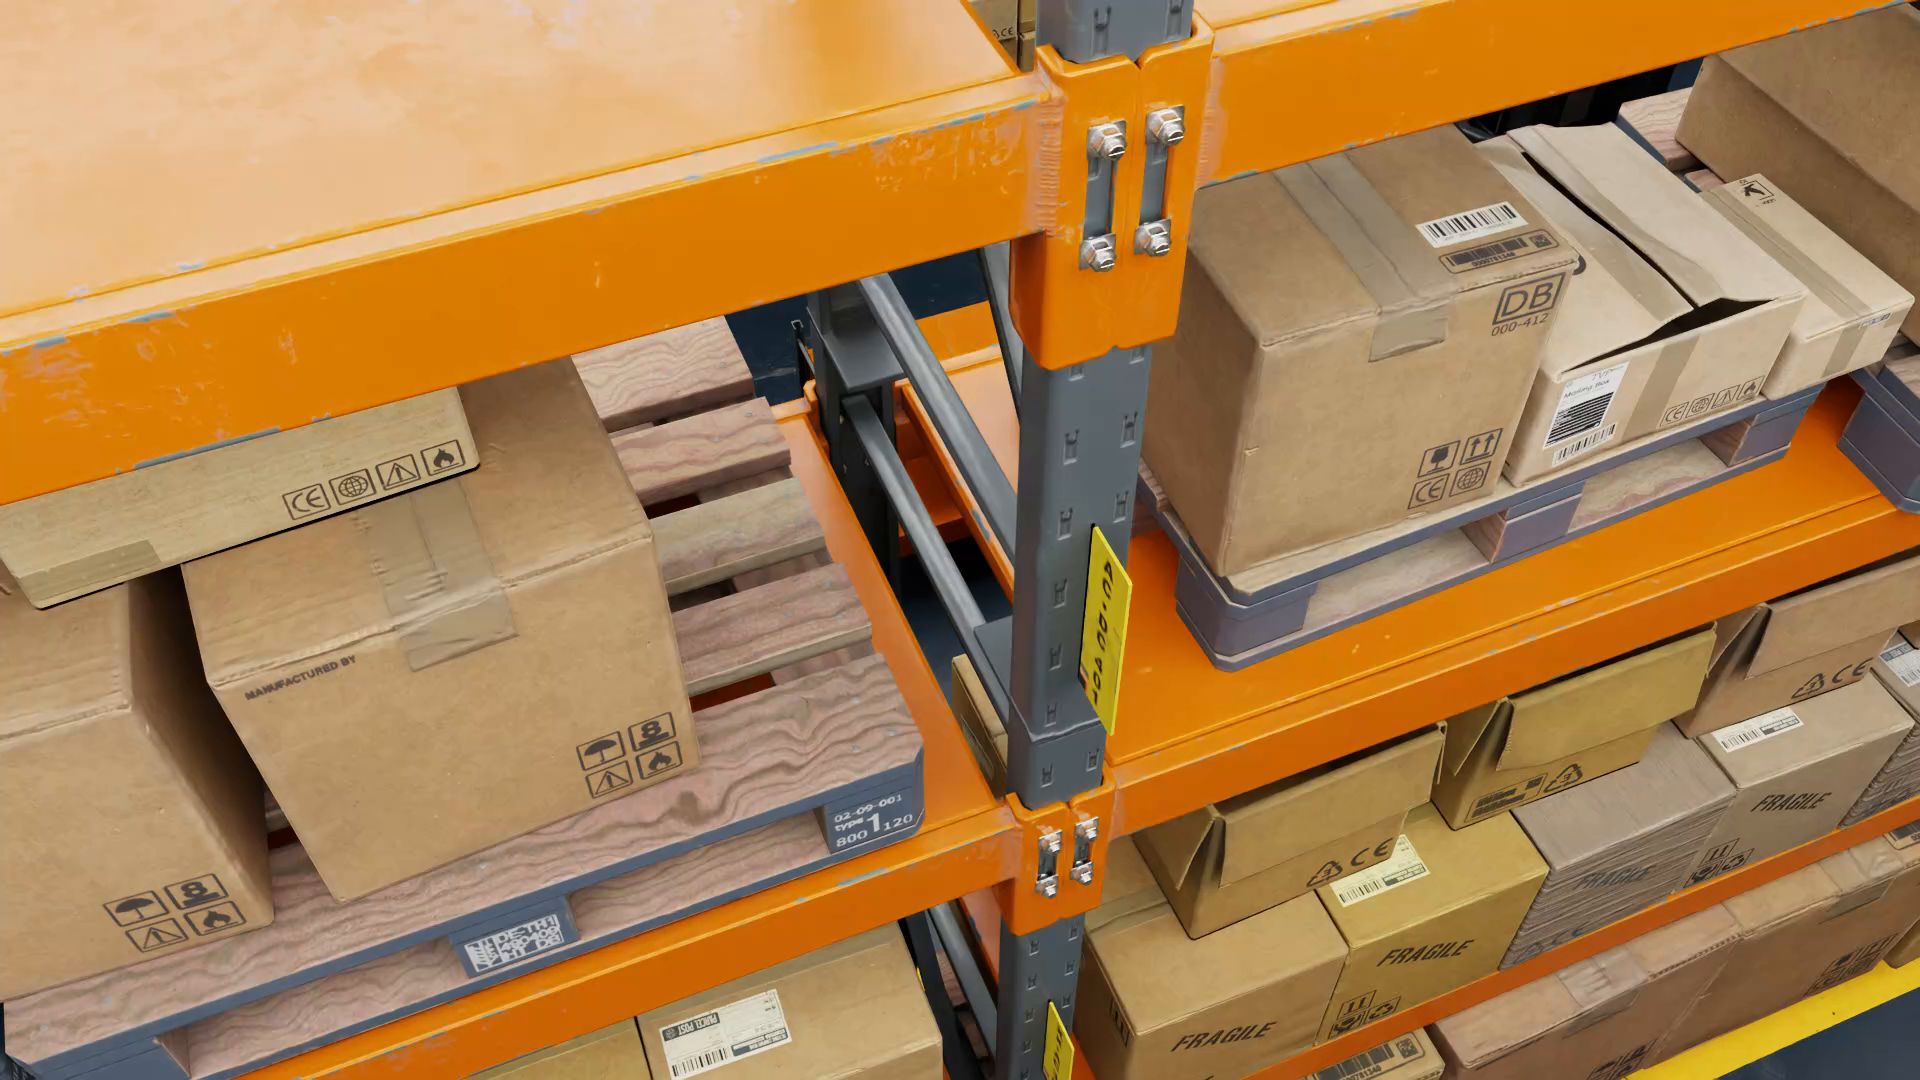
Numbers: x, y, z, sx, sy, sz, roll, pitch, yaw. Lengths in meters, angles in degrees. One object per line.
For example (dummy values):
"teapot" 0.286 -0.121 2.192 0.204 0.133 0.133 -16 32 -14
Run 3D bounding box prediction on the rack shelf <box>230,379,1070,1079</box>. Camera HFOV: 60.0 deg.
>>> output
"rack shelf" -1.878 0.736 2.478 4.000 0.370 1.077 -17 52 -14

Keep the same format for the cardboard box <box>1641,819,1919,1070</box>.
"cardboard box" 2.202 0.747 5.096 0.875 0.875 1.225 -17 51 -14

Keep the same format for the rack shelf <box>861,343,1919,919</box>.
"rack shelf" 1.825 -0.411 3.464 4.000 0.370 1.077 -17 52 -14

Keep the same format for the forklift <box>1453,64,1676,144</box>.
"forklift" 2.445 -1.971 6.352 3.031 2.935 1.130 -21 53 -17

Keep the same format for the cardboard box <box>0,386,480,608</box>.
"cardboard box" -0.900 -0.253 1.951 0.500 0.250 0.500 -20 52 -17

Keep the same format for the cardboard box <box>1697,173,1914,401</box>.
"cardboard box" 1.409 -0.449 2.910 0.250 0.149 0.380 -19 52 -16

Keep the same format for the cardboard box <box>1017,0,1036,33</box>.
"cardboard box" 0.421 -2.654 7.769 0.500 0.250 0.500 -16 51 -13

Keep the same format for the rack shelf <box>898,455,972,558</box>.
"rack shelf" -0.006 -0.205 6.348 1.000 0.278 0.538 -17 52 -14

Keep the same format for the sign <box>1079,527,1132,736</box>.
"sign" 0.185 0.123 2.138 0.005 0.325 0.100 -17 52 -14

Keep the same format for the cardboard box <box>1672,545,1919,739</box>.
"cardboard box" 1.771 -0.021 3.905 0.637 0.503 0.797 -16 51 -13

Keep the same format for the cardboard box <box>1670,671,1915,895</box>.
"cardboard box" 1.899 0.476 4.139 0.500 0.500 0.500 -16 51 -14

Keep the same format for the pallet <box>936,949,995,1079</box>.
"pallet" 0.659 1.540 5.129 1.213 0.211 1.003 -17 52 -14

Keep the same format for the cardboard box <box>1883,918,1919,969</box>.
"cardboard box" 3.030 0.497 5.311 0.875 0.875 1.225 -19 52 -16

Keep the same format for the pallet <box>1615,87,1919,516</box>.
"pallet" 2.066 -0.613 3.287 1.213 0.211 1.003 -15 51 -13

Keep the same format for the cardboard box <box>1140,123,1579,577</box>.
"cardboard box" 0.507 -0.415 2.650 0.500 0.500 0.700 -16 51 -13

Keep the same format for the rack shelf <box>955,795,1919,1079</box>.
"rack shelf" 1.825 0.566 4.602 4.000 0.370 1.077 -17 52 -14

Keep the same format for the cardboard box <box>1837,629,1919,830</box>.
"cardboard box" 2.370 0.331 4.263 0.500 0.500 0.500 -19 52 -15

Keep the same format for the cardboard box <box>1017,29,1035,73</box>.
"cardboard box" 0.419 -2.395 8.041 0.500 0.500 0.500 -19 52 -16

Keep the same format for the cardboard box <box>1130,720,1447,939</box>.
"cardboard box" 0.562 0.357 3.580 0.637 0.503 0.797 -18 52 -15

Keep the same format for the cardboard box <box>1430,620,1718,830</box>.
"cardboard box" 1.202 0.168 3.742 0.637 0.503 0.797 -17 51 -14

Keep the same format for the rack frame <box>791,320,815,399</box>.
"rack frame" -0.477 -0.219 6.037 0.032 1.125 0.500 -17 52 -14

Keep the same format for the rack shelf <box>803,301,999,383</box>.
"rack shelf" -0.006 -0.555 5.940 1.000 0.278 0.538 -17 52 -14

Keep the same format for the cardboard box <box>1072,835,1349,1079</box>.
"cardboard box" 0.494 0.916 3.761 0.500 0.500 0.500 -17 51 -14

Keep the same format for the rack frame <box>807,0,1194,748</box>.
"rack frame" -0.026 -1.049 1.560 0.127 3.000 1.000 -17 52 -14

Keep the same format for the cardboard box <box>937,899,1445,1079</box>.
"cardboard box" 0.558 1.263 4.653 0.875 0.875 1.225 -17 51 -14

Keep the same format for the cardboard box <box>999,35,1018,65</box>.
"cardboard box" -0.055 -2.268 7.932 0.500 0.500 0.500 -16 51 -14

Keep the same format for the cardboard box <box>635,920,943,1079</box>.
"cardboard box" -0.351 0.933 3.221 0.500 0.500 0.500 -16 51 -13

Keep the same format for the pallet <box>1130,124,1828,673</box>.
"pallet" 0.804 -0.307 3.026 1.217 0.209 0.805 -19 52 -16

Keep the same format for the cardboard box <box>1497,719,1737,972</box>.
"cardboard box" 1.422 0.628 4.008 0.500 0.500 0.500 -18 52 -15

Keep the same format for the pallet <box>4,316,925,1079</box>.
"pallet" -0.788 0.184 2.537 1.213 0.211 1.003 -17 52 -14

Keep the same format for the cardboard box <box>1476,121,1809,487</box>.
"cardboard box" 1.023 -0.431 2.789 0.500 0.311 0.500 -19 52 -15

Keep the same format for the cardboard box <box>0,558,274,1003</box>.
"cardboard box" -1.228 0.144 2.104 0.500 0.500 0.700 -15 51 -12

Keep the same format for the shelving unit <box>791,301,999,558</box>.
"shelving unit" -0.006 -0.365 6.162 1.048 1.125 0.538 -17 52 -14

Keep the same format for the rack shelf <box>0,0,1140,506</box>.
"rack shelf" -1.878 -0.111 1.492 4.000 0.370 1.077 -17 52 -14

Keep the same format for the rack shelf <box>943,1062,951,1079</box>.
"rack shelf" -1.878 1.713 3.616 4.000 0.370 1.077 -17 52 -14

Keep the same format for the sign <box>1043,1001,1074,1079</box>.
"sign" 0.185 0.987 3.143 0.005 0.325 0.100 -17 52 -14

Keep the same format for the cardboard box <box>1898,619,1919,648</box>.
"cardboard box" 2.389 -0.218 4.074 0.637 0.503 0.797 -16 51 -13

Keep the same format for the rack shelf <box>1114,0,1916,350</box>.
"rack shelf" 1.825 -1.258 2.477 4.000 0.370 1.077 -17 52 -14

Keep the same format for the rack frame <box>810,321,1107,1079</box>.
"rack frame" -0.026 0.905 3.836 0.127 3.000 1.000 -17 52 -14

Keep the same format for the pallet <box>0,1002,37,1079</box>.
"pallet" -1.915 0.531 2.238 1.213 0.211 1.003 -17 52 -14

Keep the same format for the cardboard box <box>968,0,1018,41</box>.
"cardboard box" -0.058 -2.498 7.635 0.500 0.250 0.500 -15 51 -13

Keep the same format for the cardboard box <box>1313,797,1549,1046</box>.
"cardboard box" 0.959 0.772 3.885 0.500 0.500 0.500 -17 51 -14

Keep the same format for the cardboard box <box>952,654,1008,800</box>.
"cardboard box" 0.303 0.547 4.078 0.500 0.500 0.500 -17 51 -14

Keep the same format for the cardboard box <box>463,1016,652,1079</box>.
"cardboard box" -0.816 1.073 3.100 0.500 0.500 0.500 -17 51 -14

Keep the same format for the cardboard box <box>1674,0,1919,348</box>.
"cardboard box" 1.793 -0.789 2.969 0.637 0.503 0.797 -18 52 -15

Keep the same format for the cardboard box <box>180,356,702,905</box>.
"cardboard box" -0.728 -0.007 2.234 0.500 0.500 0.700 -20 52 -16

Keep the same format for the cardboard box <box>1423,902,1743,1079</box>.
"cardboard box" 1.385 1.006 4.873 0.875 0.875 1.225 -19 52 -15
